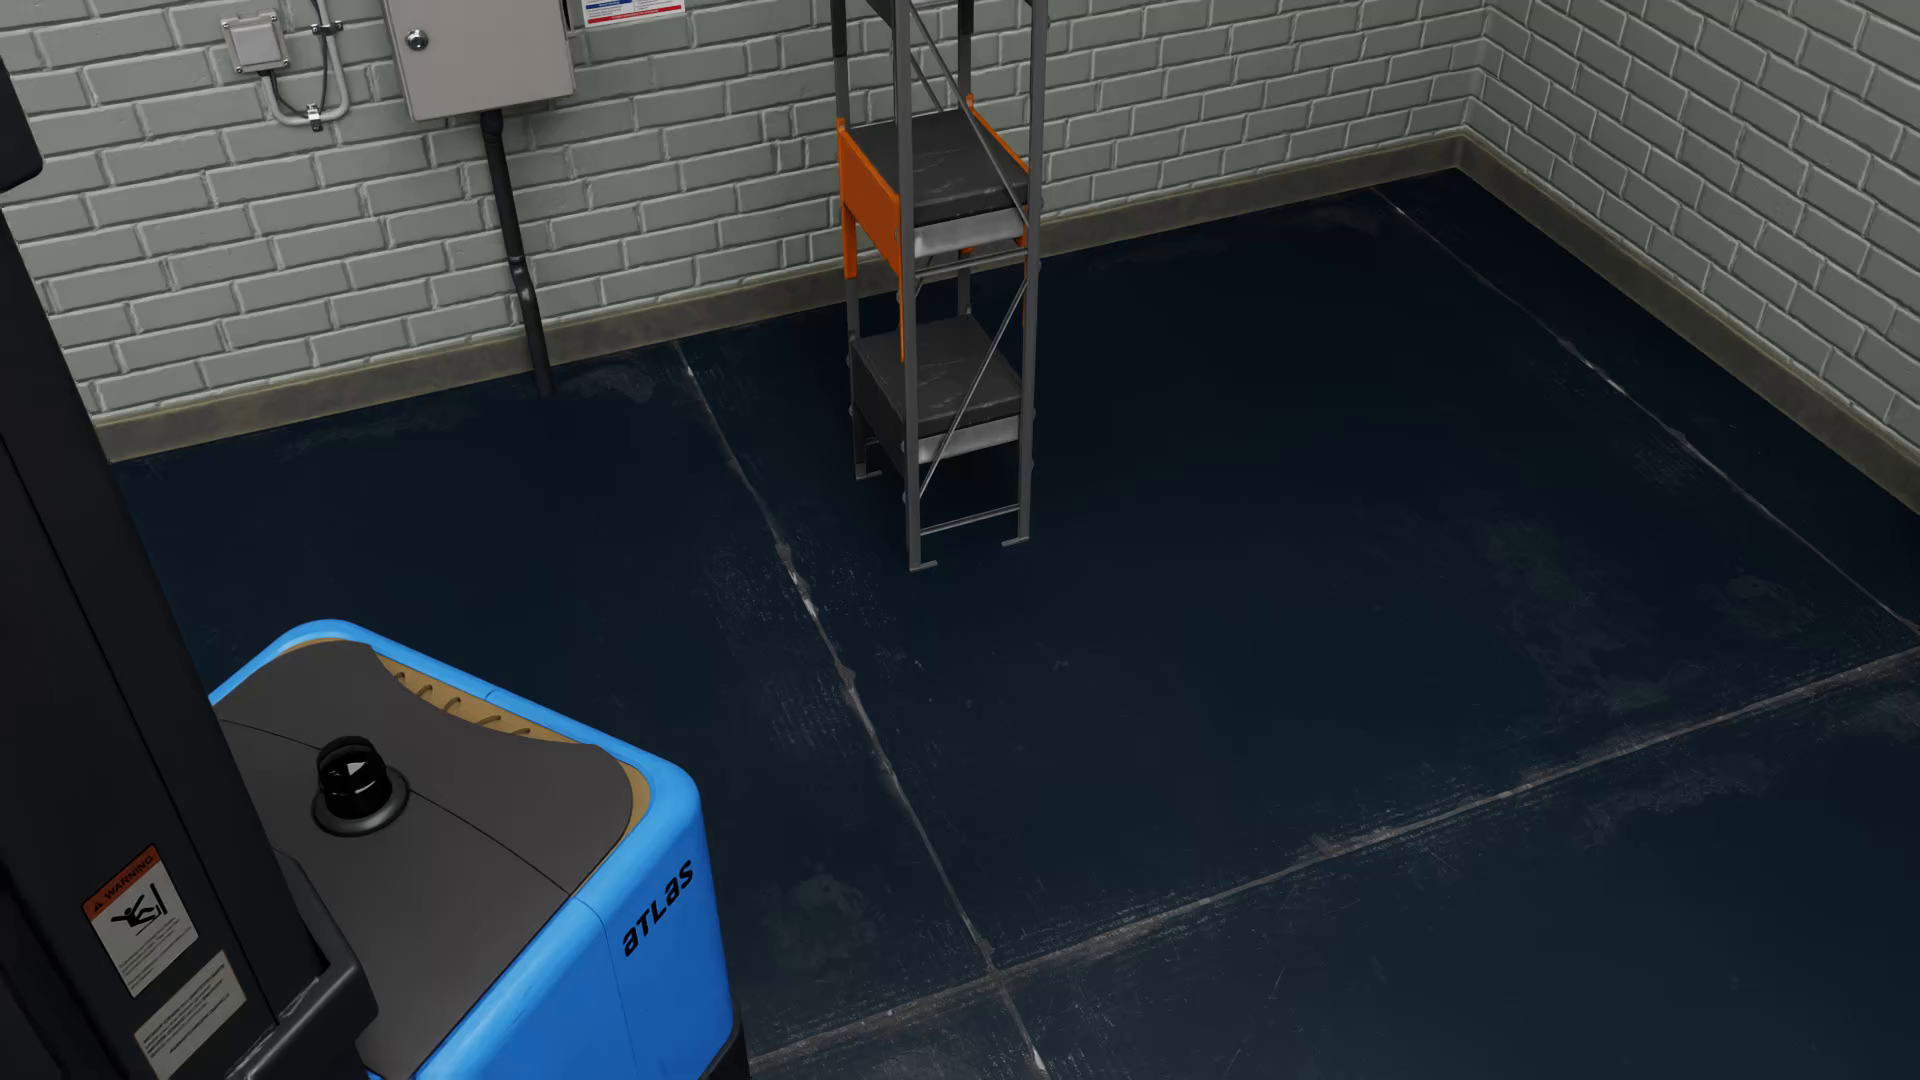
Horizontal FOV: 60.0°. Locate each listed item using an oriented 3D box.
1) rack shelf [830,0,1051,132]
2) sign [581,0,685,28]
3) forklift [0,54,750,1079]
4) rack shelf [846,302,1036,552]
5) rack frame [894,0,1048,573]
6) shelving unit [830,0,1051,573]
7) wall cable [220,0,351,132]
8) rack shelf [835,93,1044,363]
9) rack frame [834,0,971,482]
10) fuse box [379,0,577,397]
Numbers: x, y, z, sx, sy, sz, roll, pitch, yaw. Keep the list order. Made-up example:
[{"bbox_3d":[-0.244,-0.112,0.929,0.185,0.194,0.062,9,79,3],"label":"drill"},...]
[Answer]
[{"bbox_3d":[-0.063,-1.416,4.234,0.431,0.518,0.480,-15,43,-17],"label":"rack shelf"},{"bbox_3d":[-1.043,-1.860,5.185,0.329,0.494,0.001,-15,43,-17],"label":"sign"},{"bbox_3d":[-1.613,0.838,2.027,1.130,2.935,3.031,19,44,21],"label":"forklift"},{"bbox_3d":[-0.063,-0.355,5.147,0.431,0.518,0.480,-15,43,-17],"label":"rack shelf"},{"bbox_3d":[0.030,-0.749,4.510,0.400,2.100,0.015,-15,43,-17],"label":"rack frame"},{"bbox_3d":[-0.063,-0.896,4.681,0.431,2.100,0.503,-15,43,-17],"label":"shelving unit"},{"bbox_3d":[-2.111,-1.958,4.447,0.588,1.984,0.122,-15,43,-17],"label":"wall cable"},{"bbox_3d":[-0.063,-0.885,4.690,0.431,0.518,0.480,-15,43,-17],"label":"rack shelf"},{"bbox_3d":[-0.157,-1.043,4.852,0.400,2.100,0.015,-15,43,-17],"label":"rack frame"},{"bbox_3d":[-1.420,-1.160,5.286,0.539,1.711,0.414,-15,43,-17],"label":"fuse box"}]
